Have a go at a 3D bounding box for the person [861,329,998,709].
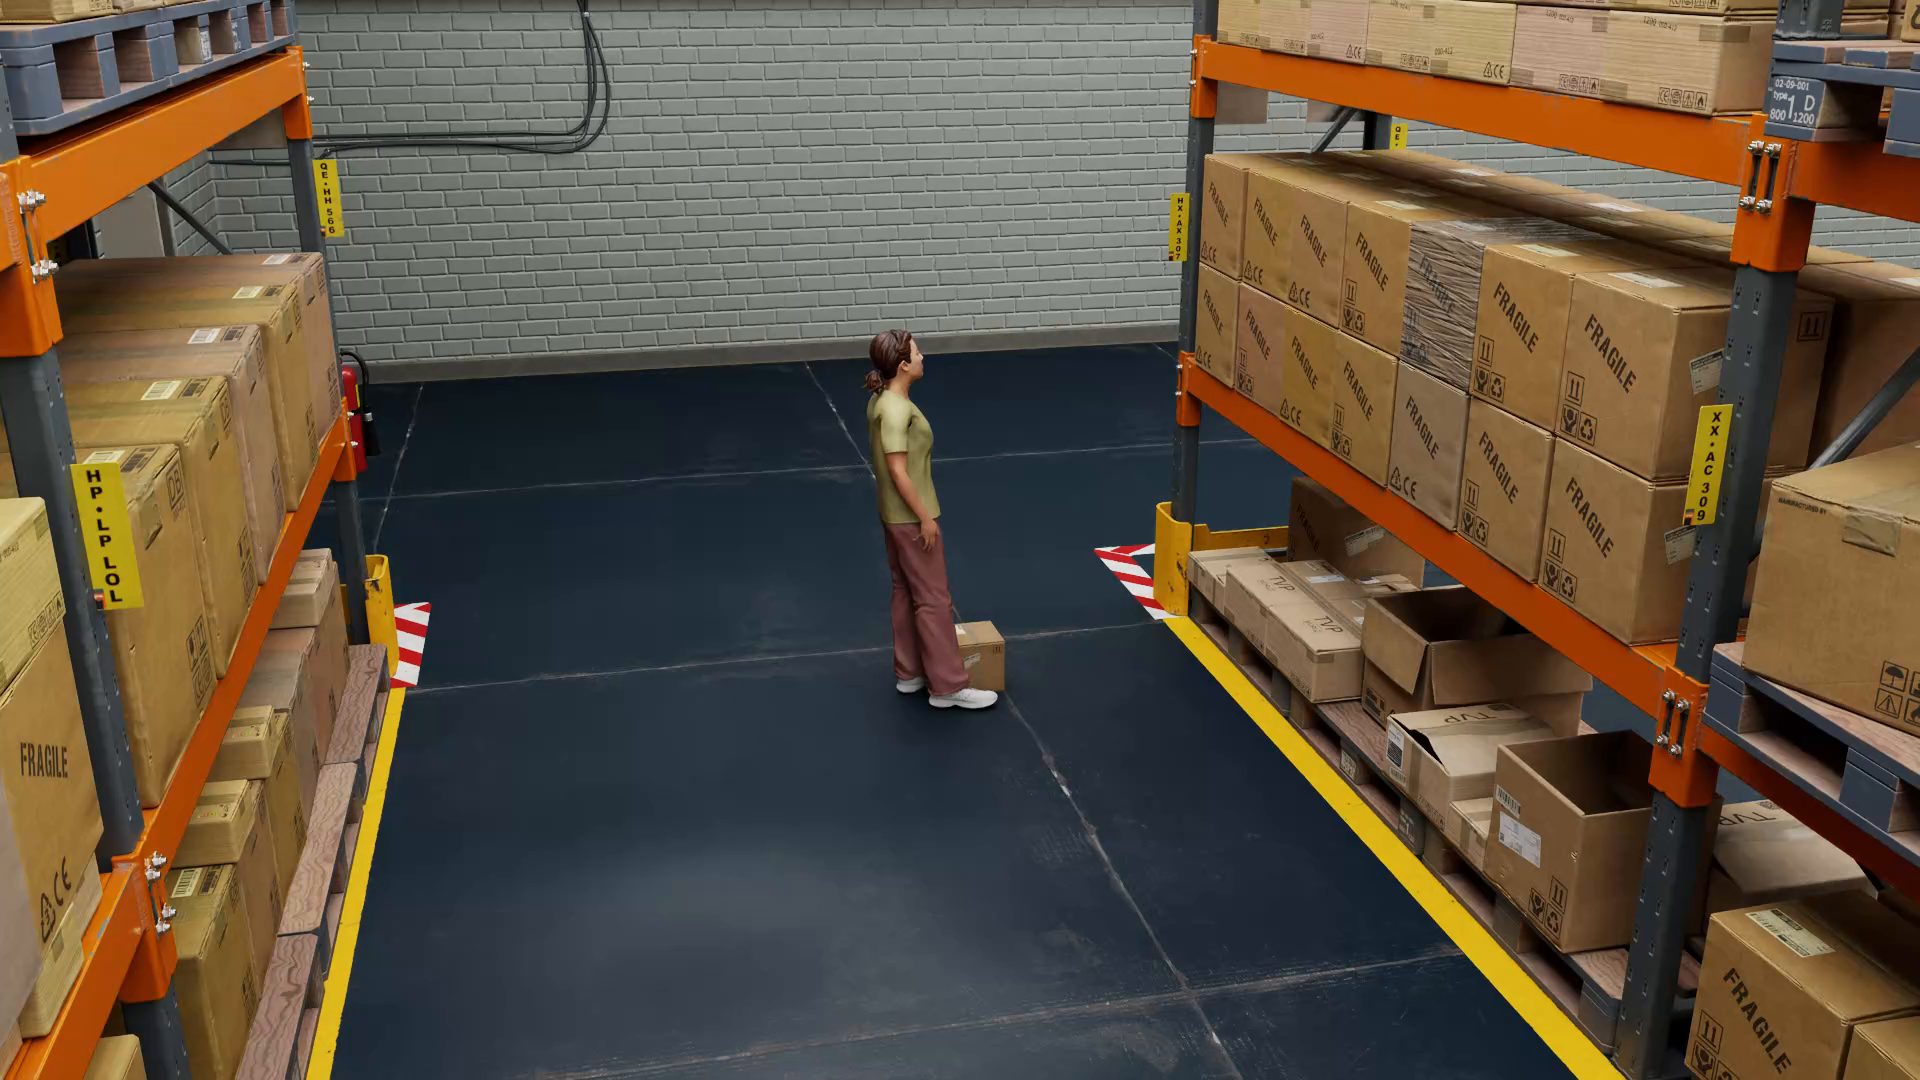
[{"bbox_3d":[-0.151,-0.107,7.345,0.548,1.673,0.554,-5,20,-12],"label":"person"}]
